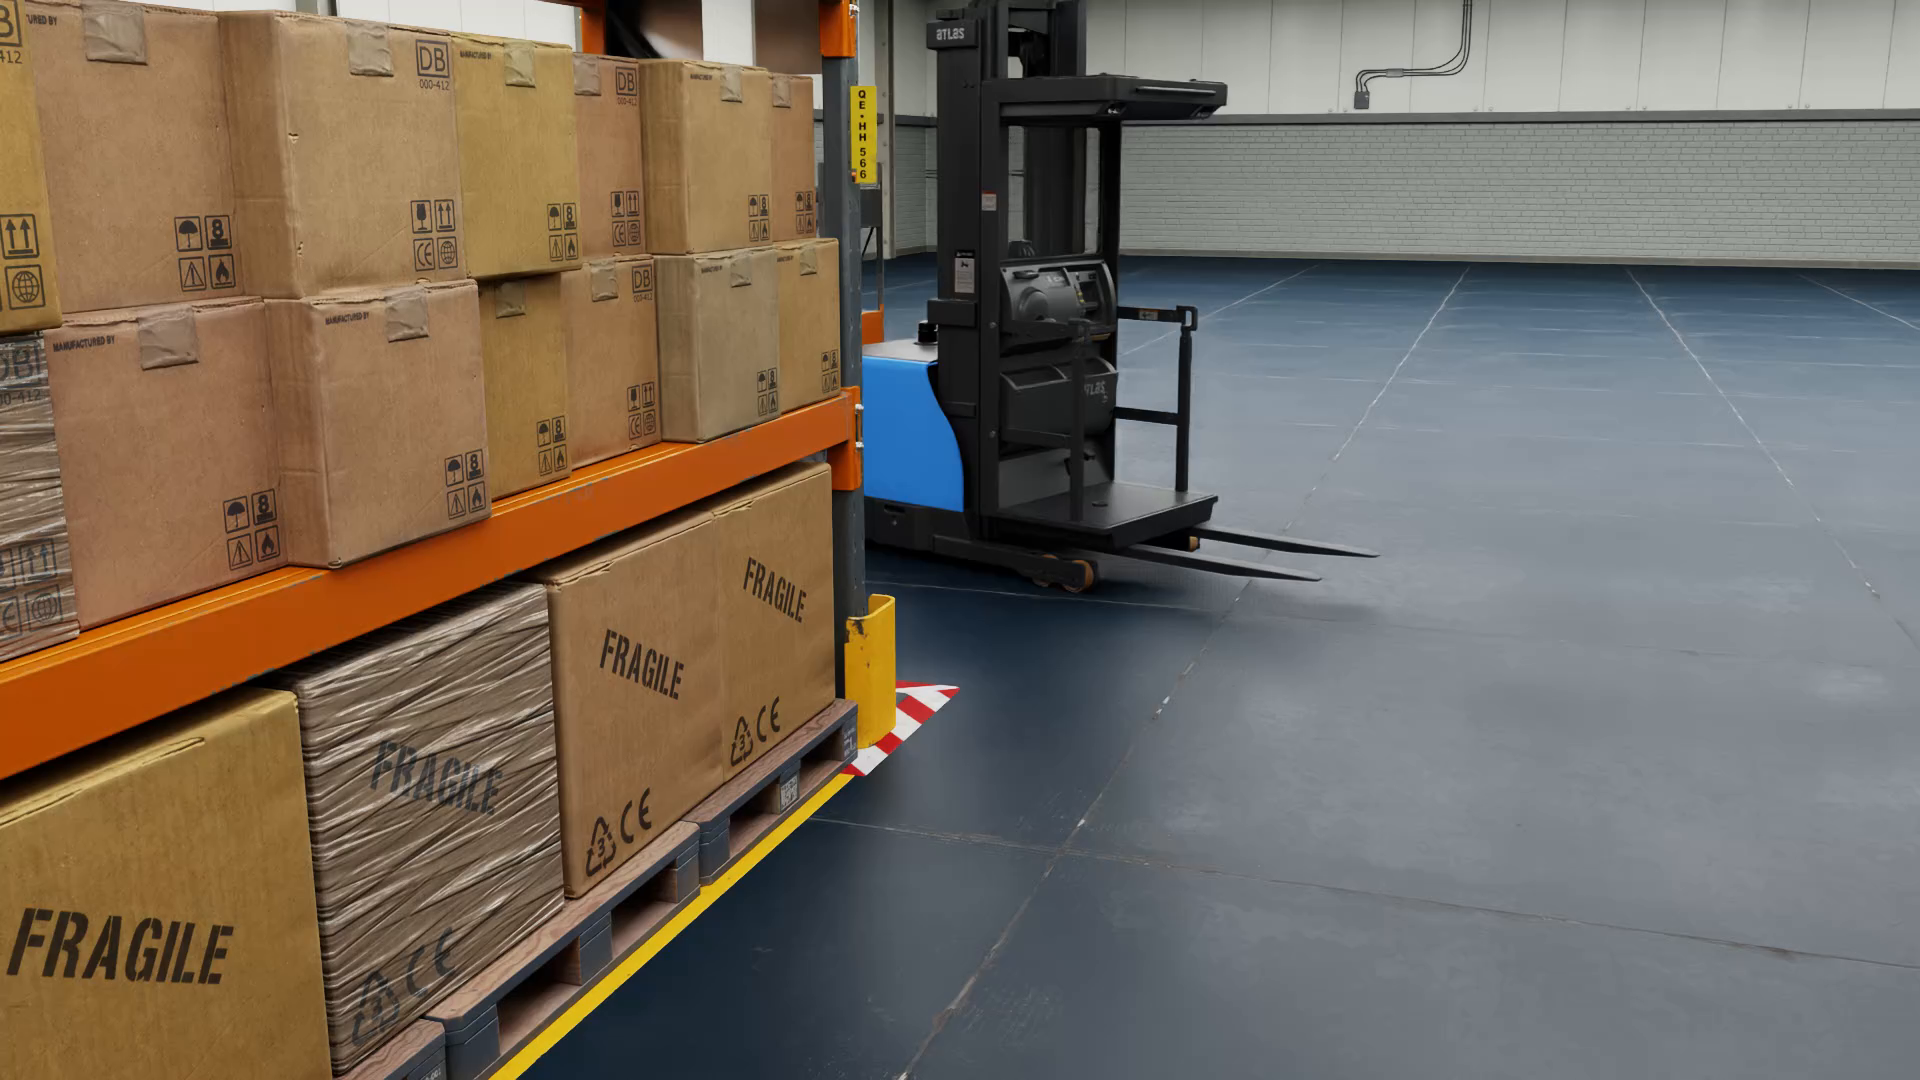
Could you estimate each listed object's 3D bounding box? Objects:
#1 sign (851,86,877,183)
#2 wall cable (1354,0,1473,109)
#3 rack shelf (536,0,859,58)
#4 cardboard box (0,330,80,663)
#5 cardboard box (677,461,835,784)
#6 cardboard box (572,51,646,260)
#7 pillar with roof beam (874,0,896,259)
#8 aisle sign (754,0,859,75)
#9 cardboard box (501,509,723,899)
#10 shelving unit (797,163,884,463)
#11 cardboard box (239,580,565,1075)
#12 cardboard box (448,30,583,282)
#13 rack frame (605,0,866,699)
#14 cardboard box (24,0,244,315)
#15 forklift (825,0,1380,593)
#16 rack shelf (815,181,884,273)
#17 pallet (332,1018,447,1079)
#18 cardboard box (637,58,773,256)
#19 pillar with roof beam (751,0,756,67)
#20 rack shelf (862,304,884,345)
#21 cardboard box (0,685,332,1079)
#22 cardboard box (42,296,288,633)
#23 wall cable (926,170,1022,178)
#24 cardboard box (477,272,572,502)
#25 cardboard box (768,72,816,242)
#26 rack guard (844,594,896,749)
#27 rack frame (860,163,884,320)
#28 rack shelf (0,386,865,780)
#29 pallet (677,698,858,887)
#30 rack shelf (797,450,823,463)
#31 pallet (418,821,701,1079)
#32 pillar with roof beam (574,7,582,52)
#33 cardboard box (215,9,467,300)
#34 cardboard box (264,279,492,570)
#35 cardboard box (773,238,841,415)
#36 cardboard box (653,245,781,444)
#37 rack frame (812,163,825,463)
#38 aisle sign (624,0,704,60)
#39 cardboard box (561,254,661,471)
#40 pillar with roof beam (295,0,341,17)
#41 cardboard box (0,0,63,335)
[{"bbox_3d":[-0.335,-1.400,5.745,0.100,0.325,0.005,4,14,18],"label":"sign"},{"bbox_3d":[9.552,-12.109,34.676,2.305,6.003,0.169,4,14,18],"label":"wall cable"},{"bbox_3d":[-1.491,-1.452,3.985,1.077,0.370,4.000,4,14,18],"label":"rack shelf"},{"bbox_3d":[-2.030,-0.071,2.722,0.875,0.550,0.550,4,14,18],"label":"cardboard box"},{"bbox_3d":[-1.001,0.217,5.627,0.875,0.875,0.875,4,14,19],"label":"cardboard box"},{"bbox_3d":[-1.401,-1.055,4.607,0.875,0.550,0.550,4,14,18],"label":"cardboard box"},{"bbox_3d":[2.444,-10.303,34.406,9.100,9.000,0.400,4,14,18],"label":"pillar with roof beam"},{"bbox_3d":[-0.537,-2.022,5.766,0.394,0.787,0.004,4,14,18],"label":"aisle sign"},{"bbox_3d":[-1.284,0.402,4.815,0.875,0.875,0.875,4,13,18],"label":"cardboard box"},{"bbox_3d":[-0.756,-1.116,9.660,0.431,2.100,0.503,10,16,37],"label":"shelving unit"},{"bbox_3d":[-1.581,0.594,3.975,0.875,0.875,0.875,4,14,19],"label":"cardboard box"},{"bbox_3d":[-1.450,-0.934,4.077,0.875,0.550,0.500,4,14,18],"label":"cardboard box"},{"bbox_3d":[-0.844,-0.762,6.084,1.000,3.000,0.127,4,14,18],"label":"rack frame"},{"bbox_3d":[-1.918,-0.718,3.131,0.875,0.550,0.550,4,14,18],"label":"cardboard box"},{"bbox_3d":[0.685,-1.297,8.583,3.031,2.935,1.130,10,16,38],"label":"forklift"},{"bbox_3d":[-0.756,-1.785,9.508,0.431,0.518,0.480,10,16,37],"label":"rack shelf"},{"bbox_3d":[-1.818,1.286,3.381,1.003,0.211,1.213,4,14,18],"label":"pallet"},{"bbox_3d":[-1.091,-1.163,5.081,0.875,0.550,0.550,4,14,18],"label":"cardboard box"},{"bbox_3d":[0.502,-9.040,28.871,9.100,9.000,0.400,4,14,18],"label":"pillar with roof beam"},{"bbox_3d":[-0.756,-1.103,9.663,0.431,0.518,0.480,10,16,37],"label":"rack shelf"},{"bbox_3d":[-1.869,0.784,3.142,0.875,0.875,0.875,5,14,19],"label":"cardboard box"},{"bbox_3d":[-1.874,-0.189,3.236,0.875,0.550,0.550,4,14,18],"label":"cardboard box"},{"bbox_3d":[0.575,-9.624,38.410,3.097,2.526,0.112,4,14,18],"label":"wall cable"},{"bbox_3d":[-1.511,-0.413,4.218,0.875,0.550,0.500,4,14,18],"label":"cardboard box"},{"bbox_3d":[-1.001,-1.286,5.617,0.875,0.550,0.550,4,14,18],"label":"cardboard box"},{"bbox_3d":[-0.836,0.452,6.384,1.175,0.500,0.348,4,14,18],"label":"rack guard"},{"bbox_3d":[-0.605,-1.159,9.847,0.400,2.100,0.015,10,16,37],"label":"rack frame"},{"bbox_3d":[-1.491,0.010,4.319,1.077,0.370,4.000,4,14,18],"label":"rack shelf"},{"bbox_3d":[-1.029,0.772,5.632,1.003,0.211,1.213,4,14,18],"label":"pallet"},{"bbox_3d":[-0.756,-0.421,9.819,0.431,0.518,0.480,10,16,37],"label":"rack shelf"},{"bbox_3d":[-1.425,1.028,4.510,1.003,0.211,1.213,4,14,18],"label":"pallet"},{"bbox_3d":[-1.439,-7.776,23.336,9.100,9.000,0.400,4,14,18],"label":"pillar with roof beam"},{"bbox_3d":[-1.614,-0.822,3.586,0.875,0.550,0.550,4,14,18],"label":"cardboard box"},{"bbox_3d":[-1.588,-0.294,3.697,0.875,0.550,0.550,4,14,18],"label":"cardboard box"},{"bbox_3d":[-0.921,-0.753,5.711,0.875,0.550,0.550,4,14,18],"label":"cardboard box"},{"bbox_3d":[-1.079,-0.636,5.197,0.875,0.550,0.550,4,14,18],"label":"cardboard box"},{"bbox_3d":[-0.907,-1.074,9.474,0.400,2.100,0.015,10,16,37],"label":"rack frame"},{"bbox_3d":[-1.105,-2.066,5.955,0.394,0.787,0.004,4,14,18],"label":"aisle sign"},{"bbox_3d":[-1.379,-0.527,4.720,0.875,0.550,0.550,4,14,18],"label":"cardboard box"},{"bbox_3d":[-3.380,-6.513,17.801,9.100,9.000,0.400,4,14,18],"label":"pillar with roof beam"},{"bbox_3d":[-1.986,-0.594,2.587,0.875,0.550,0.550,4,14,18],"label":"cardboard box"}]
